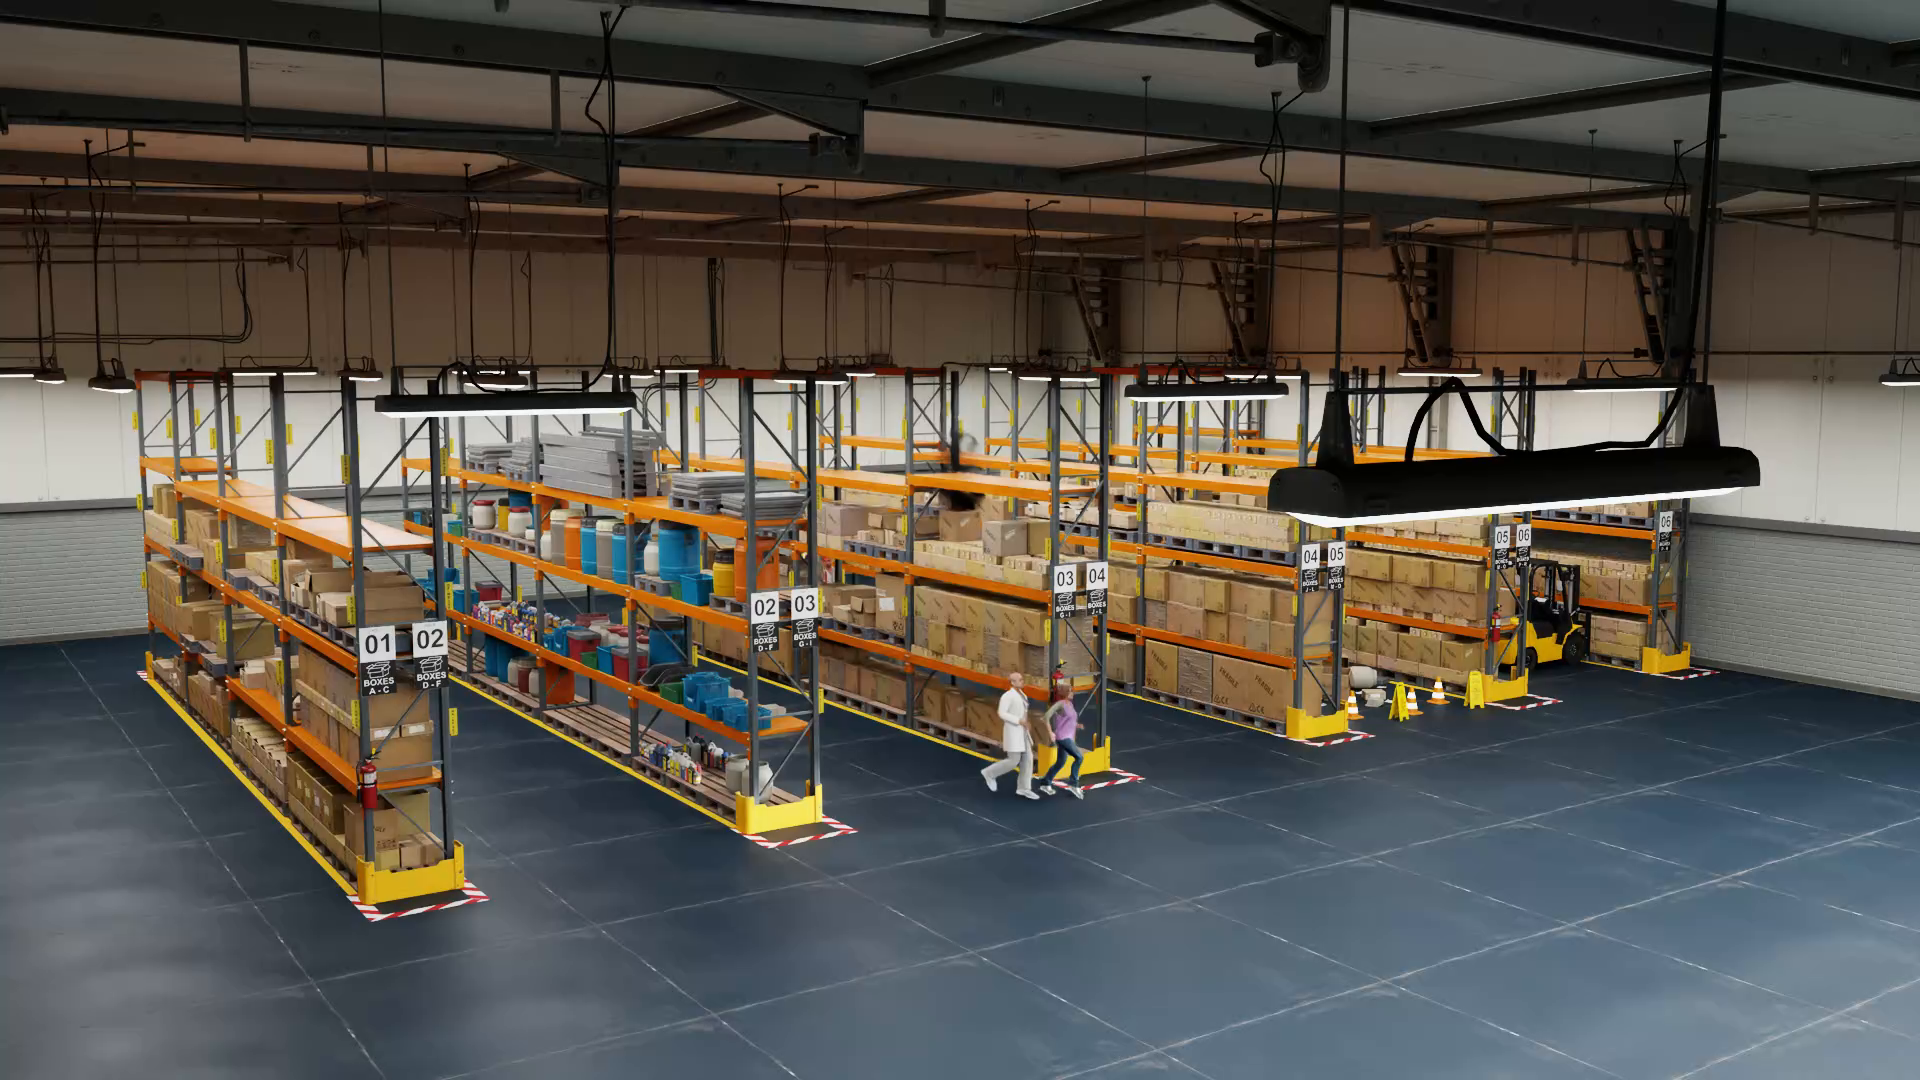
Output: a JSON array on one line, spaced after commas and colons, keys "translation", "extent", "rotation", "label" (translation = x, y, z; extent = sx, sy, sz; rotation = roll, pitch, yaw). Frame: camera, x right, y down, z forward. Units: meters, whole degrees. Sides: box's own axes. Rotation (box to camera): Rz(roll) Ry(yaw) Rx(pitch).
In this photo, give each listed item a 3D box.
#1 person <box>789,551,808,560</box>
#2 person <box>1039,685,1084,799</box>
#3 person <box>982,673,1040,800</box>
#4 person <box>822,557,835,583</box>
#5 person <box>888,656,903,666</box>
[{"translation": [-4.013, 0.838, 41.226], "extent": [0.763, 1.709, 0.516], "rotation": [3, 7, 26], "label": "person"}, {"translation": [1.500, 2.870, 23.781], "extent": [0.654, 1.553, 0.530], "rotation": [2, 7, 18], "label": "person"}, {"translation": [0.777, 2.787, 23.810], "extent": [0.883, 1.787, 0.735], "rotation": [3, 7, 27], "label": "person"}, {"translation": [-2.939, 1.190, 37.700], "extent": [0.688, 1.735, 0.812], "rotation": [-4, 7, -29], "label": "person"}, {"translation": [-1.247, 1.835, 32.651], "extent": [0.621, 1.636, 0.843], "rotation": [-5, 8, -35], "label": "person"}]
